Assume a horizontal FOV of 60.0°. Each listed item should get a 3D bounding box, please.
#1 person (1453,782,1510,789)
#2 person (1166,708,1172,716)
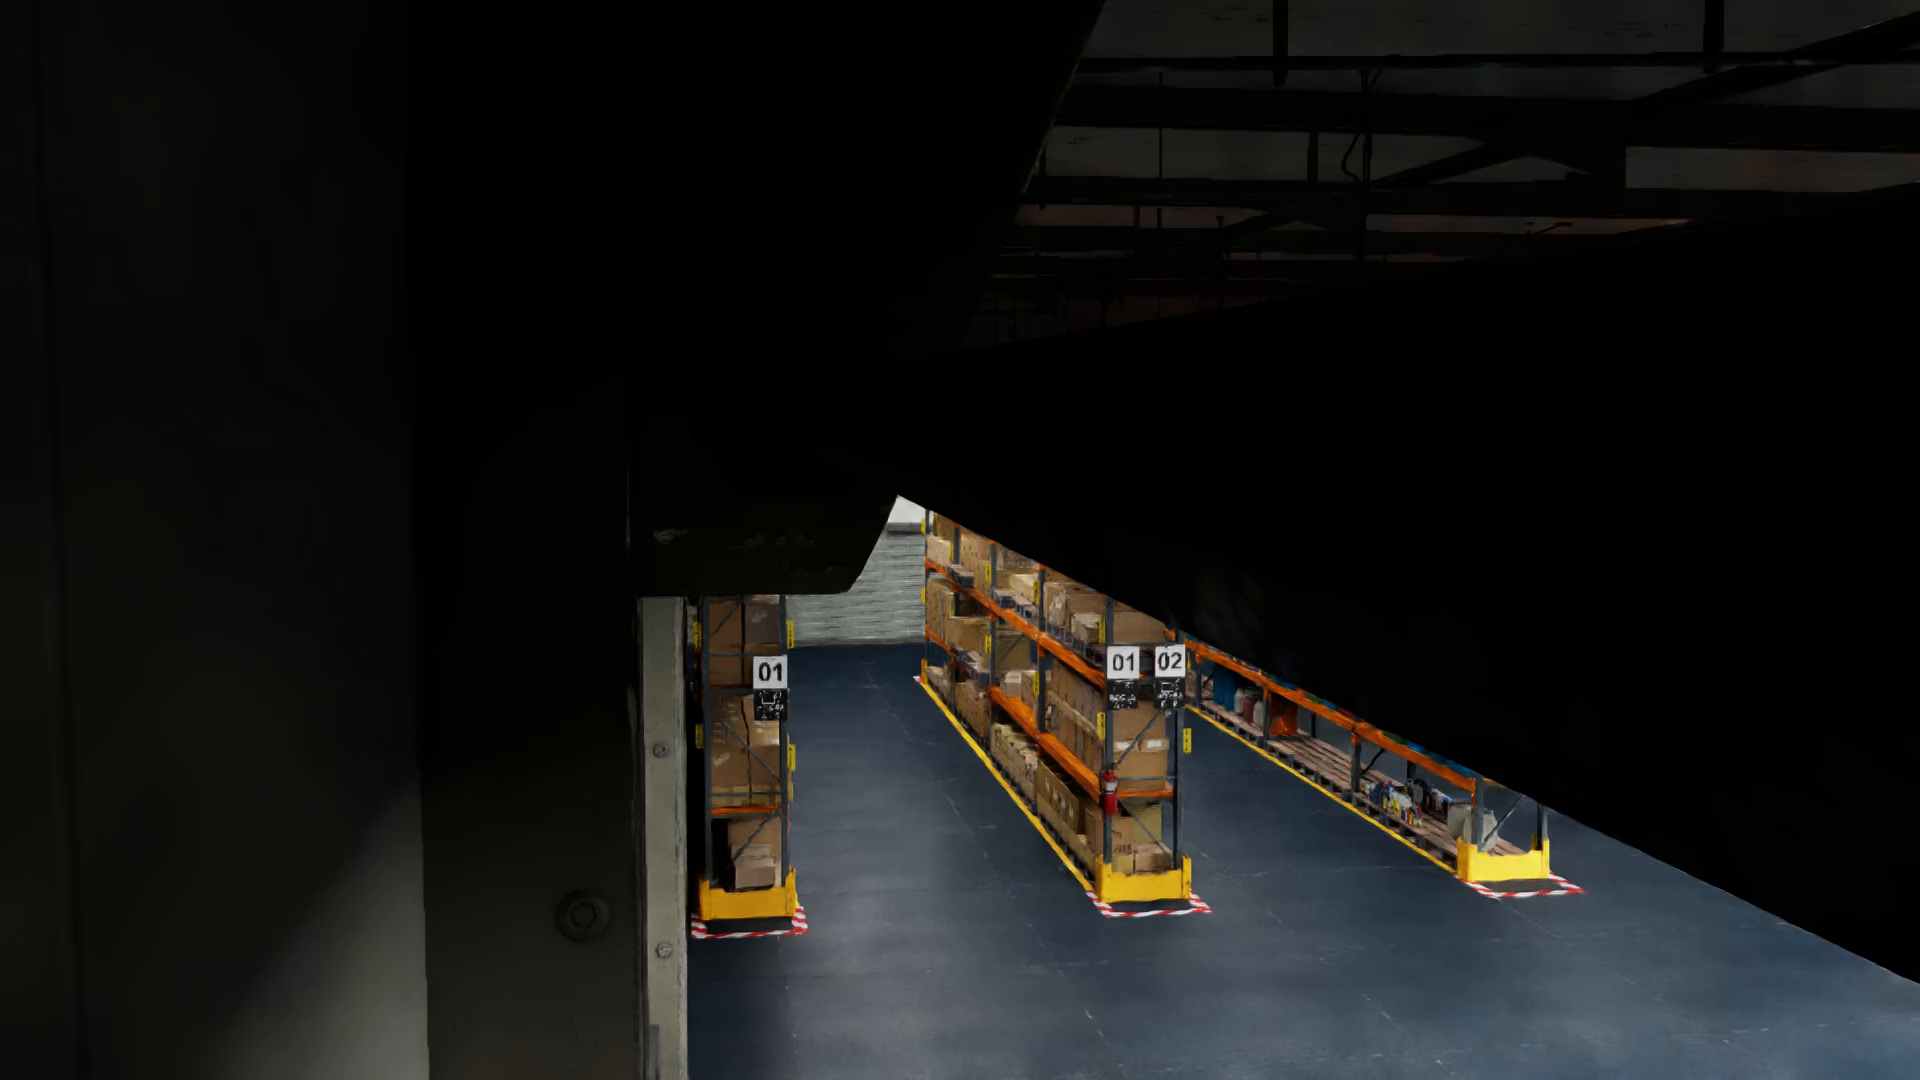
[{"bbox_3d":[8.339,3.137,26.613,0.710,1.702,0.832,-2,6,-25],"label":"person"},{"bbox_3d":[3.947,2.645,32.797,0.455,1.593,0.594,0,5,3],"label":"person"}]
